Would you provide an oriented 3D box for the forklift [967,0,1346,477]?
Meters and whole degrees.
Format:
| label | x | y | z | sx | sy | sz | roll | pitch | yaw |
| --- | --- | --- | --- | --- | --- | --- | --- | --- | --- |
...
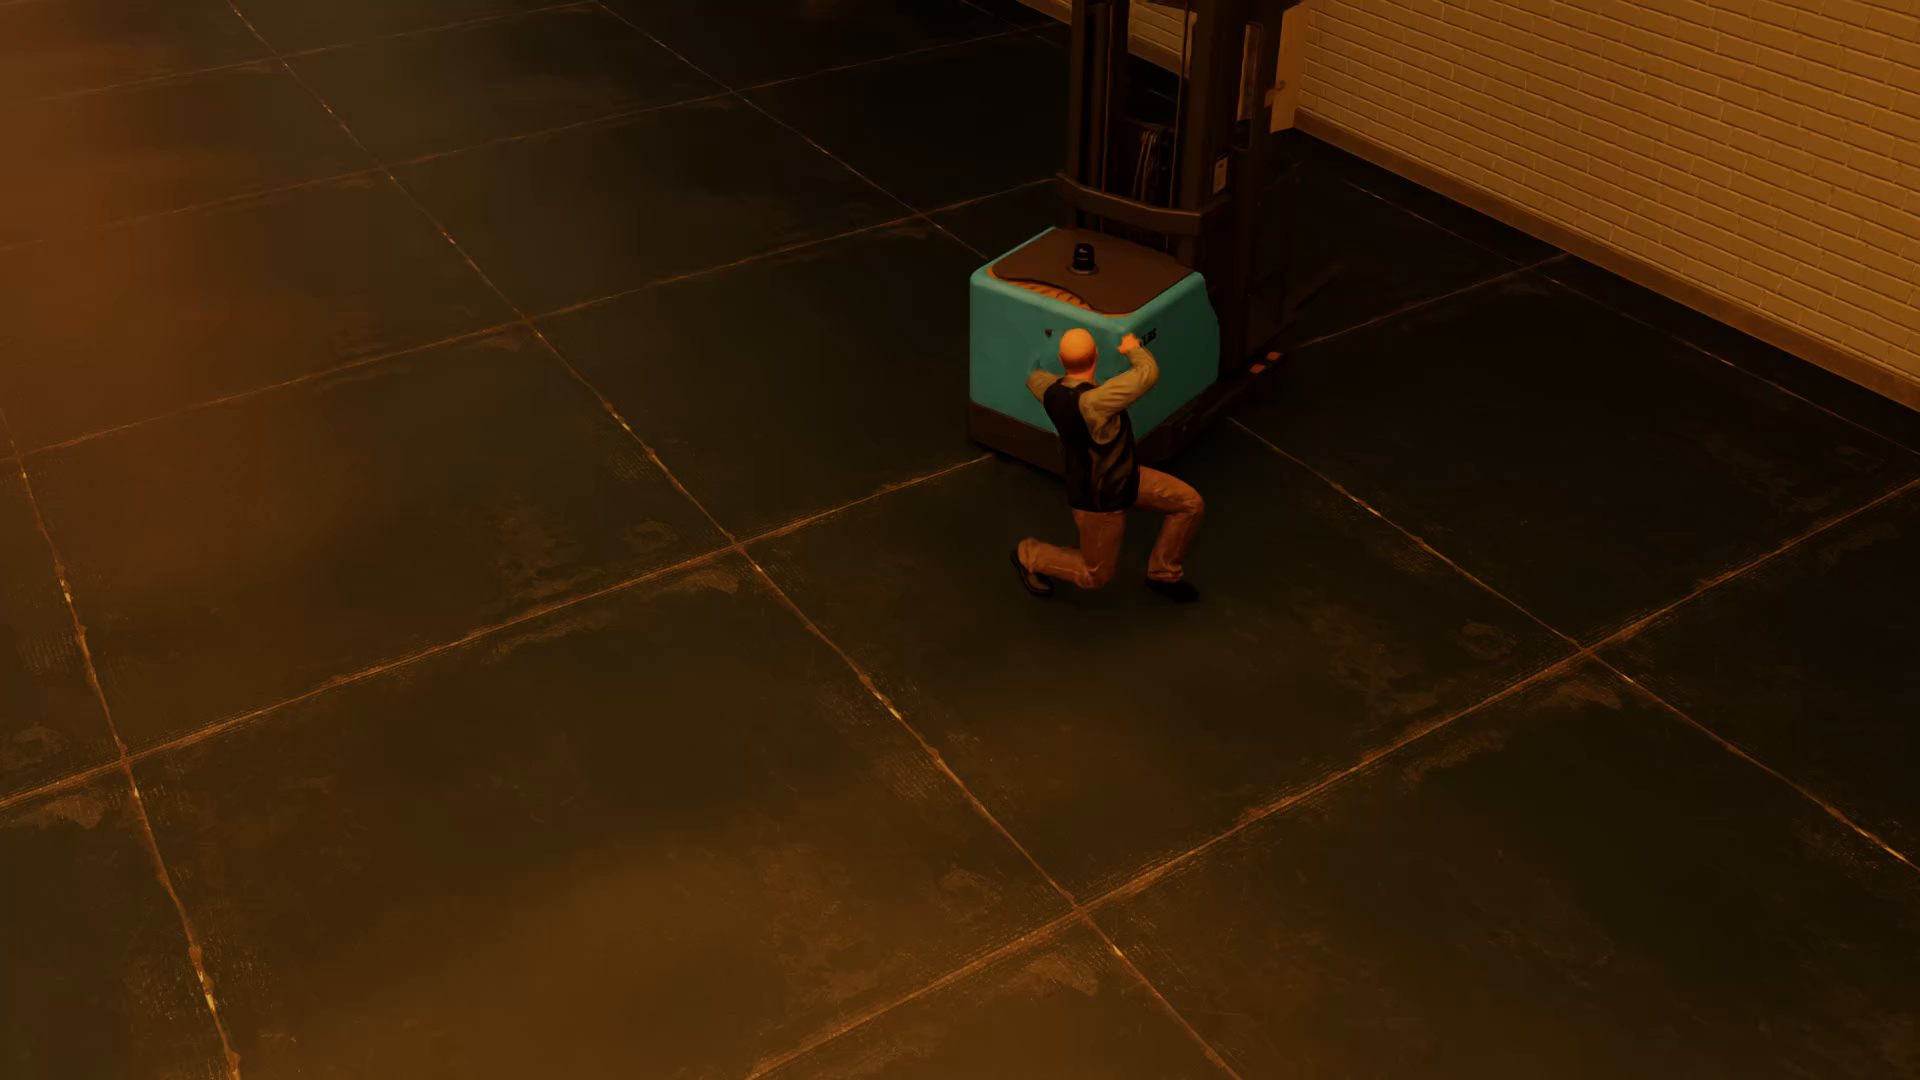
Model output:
| label | x | y | z | sx | sy | sz | roll | pitch | yaw |
| --- | --- | --- | --- | --- | --- | --- | --- | --- | --- |
| forklift | 1.336 | -2.244 | 9.341 | 1.130 | 2.935 | 3.031 | 24 | 42 | 30 |

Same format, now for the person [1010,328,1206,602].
| label | x | y | z | sx | sy | sz | roll | pitch | yaw |
| --- | --- | --- | --- | --- | --- | --- | --- | --- | --- |
| person | 0.739 | -0.445 | 8.095 | 0.953 | 1.430 | 0.958 | 4 | 35 | 5 |
